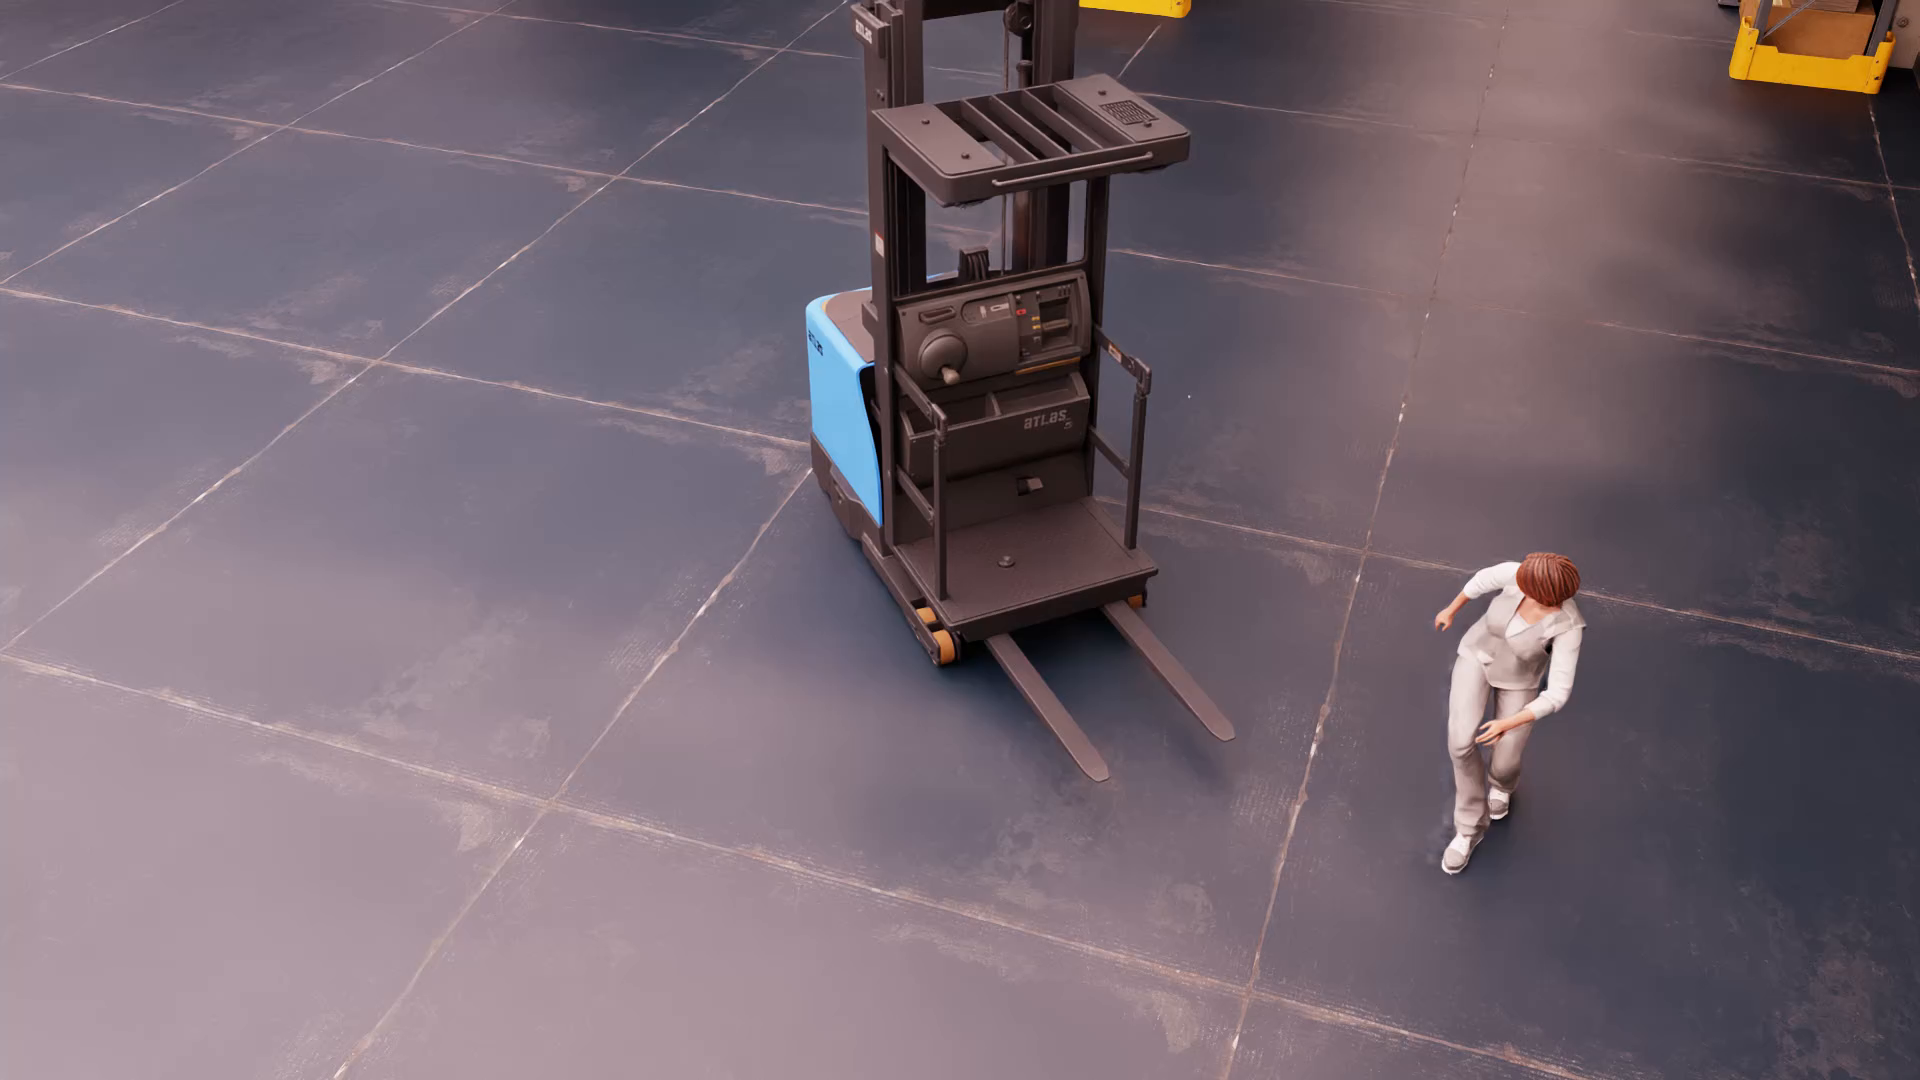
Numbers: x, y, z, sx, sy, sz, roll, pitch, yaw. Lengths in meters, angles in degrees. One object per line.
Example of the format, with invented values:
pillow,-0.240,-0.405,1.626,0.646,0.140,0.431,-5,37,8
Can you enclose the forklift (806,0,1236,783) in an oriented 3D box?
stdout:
forklift,0.254,-0.893,7.371,1.130,2.935,3.031,-14,38,-19

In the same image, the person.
person,2.078,0.609,6.598,0.635,1.397,0.693,21,40,27
